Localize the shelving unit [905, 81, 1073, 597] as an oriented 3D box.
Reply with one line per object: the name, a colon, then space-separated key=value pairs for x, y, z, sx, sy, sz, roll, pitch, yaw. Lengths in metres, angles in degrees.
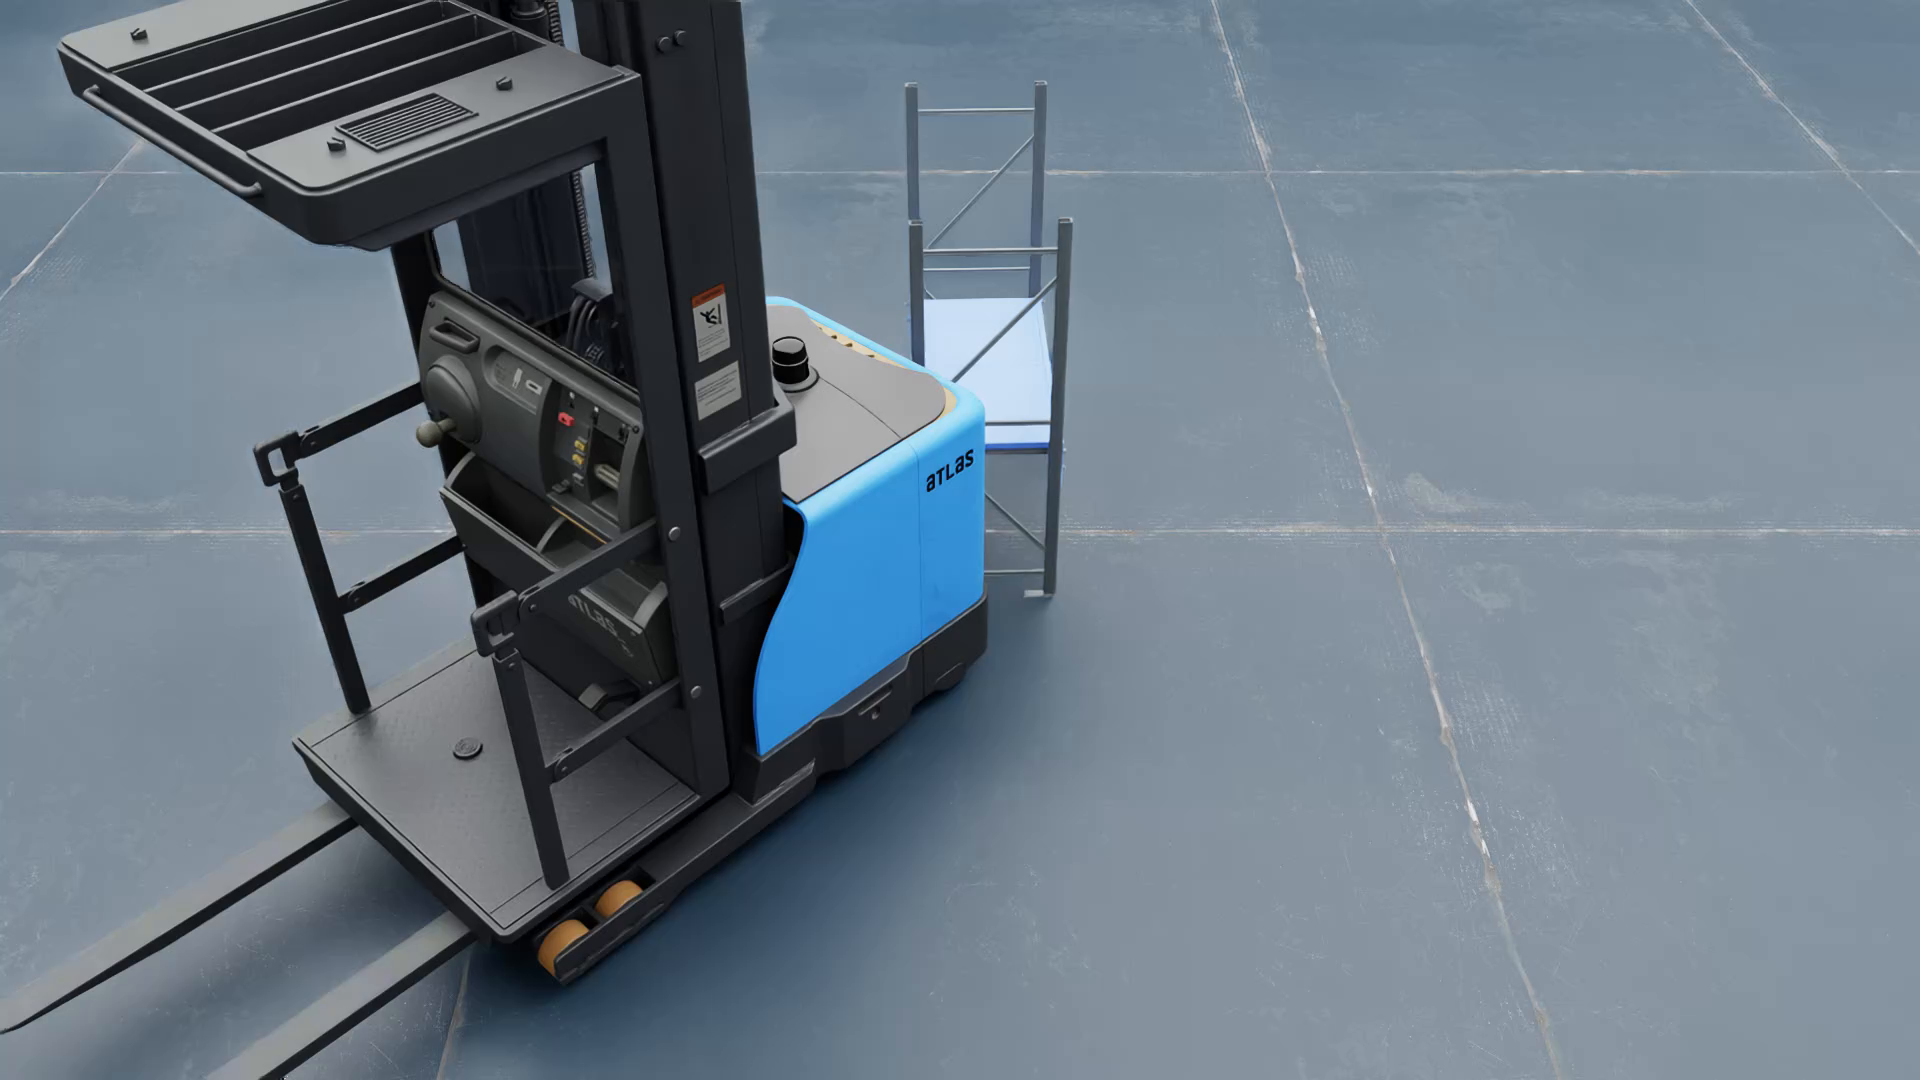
shelving unit: x=0.076 y=-0.703 z=5.928 sx=0.538 sy=1.500 sz=1.048 roll=-1 pitch=39 yaw=-2

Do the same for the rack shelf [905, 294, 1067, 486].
rack shelf: x=0.076 y=-0.563 z=6.040 sx=0.538 sy=0.185 sz=1.000 roll=-1 pitch=39 yaw=-2

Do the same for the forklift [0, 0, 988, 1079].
forklift: x=-1.276 y=-0.266 z=4.238 sx=1.130 sy=2.935 sz=3.031 roll=30 pitch=47 yaw=32

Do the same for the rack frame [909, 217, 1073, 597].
rack frame: x=0.094 y=-0.385 z=5.532 sx=0.500 sy=1.500 sz=0.032 roll=-1 pitch=39 yaw=-2

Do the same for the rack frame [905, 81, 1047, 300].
rack frame: x=0.058 y=-1.021 z=6.324 sx=0.500 sy=1.500 sz=0.032 roll=-1 pitch=39 yaw=-2
